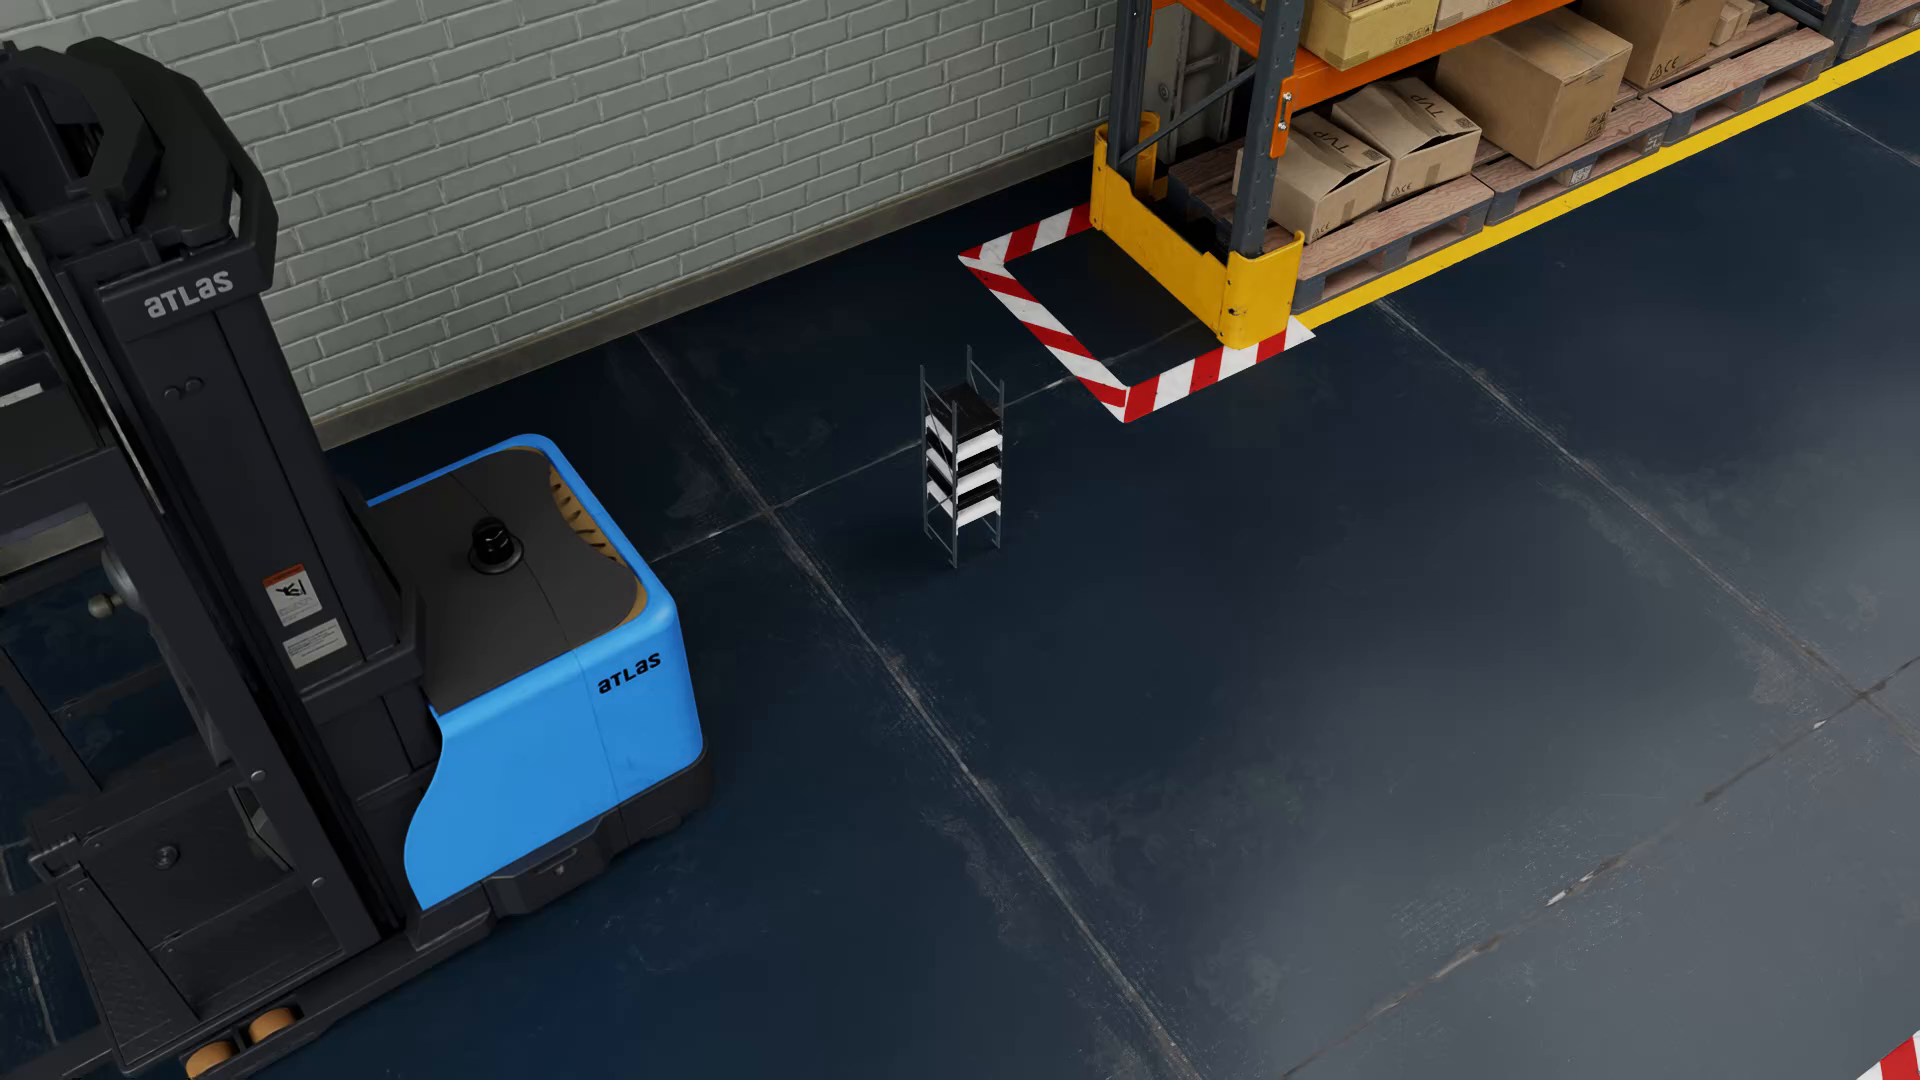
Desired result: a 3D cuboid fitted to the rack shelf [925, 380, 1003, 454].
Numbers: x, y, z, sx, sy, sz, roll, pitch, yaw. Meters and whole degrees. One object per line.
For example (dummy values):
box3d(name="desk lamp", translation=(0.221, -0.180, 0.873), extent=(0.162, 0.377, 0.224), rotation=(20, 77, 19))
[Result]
box3d(name="rack shelf", translation=(0.007, -0.460, 6.185), extent=(0.200, 0.077, 0.258), rotation=(-25, 53, -21))

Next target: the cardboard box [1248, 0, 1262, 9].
box3d(name="cardboard box", translation=(1.287, -2.505, 7.005), extent=(0.500, 0.250, 0.500), rotation=(-25, 53, -20))

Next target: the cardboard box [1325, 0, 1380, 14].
box3d(name="cardboard box", translation=(1.560, -2.447, 6.450), extent=(0.500, 0.500, 0.500), rotation=(-25, 53, -21))

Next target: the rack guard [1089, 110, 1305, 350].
box3d(name="rack guard", translation=(1.060, -1.439, 7.642), extent=(0.348, 0.500, 1.175), rotation=(-25, 53, -21))

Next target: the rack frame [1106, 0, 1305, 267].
box3d(name="rack frame", translation=(0.996, -2.240, 6.682), extent=(0.127, 3.000, 1.000), rotation=(-25, 53, -21))

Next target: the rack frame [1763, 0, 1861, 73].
box3d(name="rack frame", translation=(4.379, -3.834, 8.101), extent=(0.127, 3.000, 1.000), rotation=(-25, 53, -21))

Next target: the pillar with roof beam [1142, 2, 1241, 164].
box3d(name="pillar with roof beam", translation=(3.423, -2.341, 2.755), extent=(0.400, 9.000, 9.100), rotation=(-25, 53, -21))

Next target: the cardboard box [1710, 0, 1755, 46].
box3d(name="cardboard box", translation=(3.942, -2.806, 8.788), extent=(0.250, 0.166, 0.380), rotation=(-32, 56, -25))

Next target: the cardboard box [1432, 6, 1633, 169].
box3d(name="cardboard box", translation=(2.758, -2.262, 8.080), extent=(0.500, 0.500, 0.700), rotation=(-28, 54, -23))

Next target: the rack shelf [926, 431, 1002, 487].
box3d(name="rack shelf", translation=(0.007, -0.340, 6.320), extent=(0.200, 0.077, 0.258), rotation=(-25, 53, -21))

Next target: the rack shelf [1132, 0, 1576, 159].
box3d(name="rack shelf", translation=(2.687, -2.798, 7.660), extent=(4.000, 0.370, 1.077), rotation=(-25, 53, -21))

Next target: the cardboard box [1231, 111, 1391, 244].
box3d(name="cardboard box", translation=(1.629, -1.711, 7.716), extent=(0.500, 0.311, 0.500), rotation=(-31, 55, -25))

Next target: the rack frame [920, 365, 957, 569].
box3d(name="rack frame", translation=(-0.079, -0.262, 6.326), extent=(0.006, 0.900, 0.240), rotation=(-25, 53, -21))

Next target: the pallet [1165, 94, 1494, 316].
box3d(name="pallet", translation=(1.766, -1.644, 8.018), extent=(1.213, 0.211, 1.003), rotation=(-25, 53, -21))

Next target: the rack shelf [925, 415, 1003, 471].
box3d(name="rack shelf", translation=(0.007, -0.400, 6.253), extent=(0.200, 0.077, 0.258), rotation=(-25, 53, -21))

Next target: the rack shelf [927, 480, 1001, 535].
box3d(name="rack shelf", translation=(0.007, -0.161, 6.521), extent=(0.200, 0.077, 0.258), rotation=(-25, 53, -21))

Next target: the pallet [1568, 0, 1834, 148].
box3d(name="pallet", translation=(3.829, -2.617, 8.884), extent=(1.213, 0.211, 1.003), rotation=(-25, 53, -21))

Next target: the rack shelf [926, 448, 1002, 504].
box3d(name="rack shelf", translation=(0.007, -0.280, 6.387), extent=(0.200, 0.077, 0.258), rotation=(-25, 53, -21))

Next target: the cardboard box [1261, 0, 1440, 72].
box3d(name="cardboard box", translation=(1.578, -2.191, 6.725), extent=(0.500, 0.250, 0.500), rotation=(-27, 54, -22))

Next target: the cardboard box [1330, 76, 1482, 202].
box3d(name="cardboard box", translation=(2.111, -1.938, 7.919), extent=(0.500, 0.311, 0.500), rotation=(-21, 52, -18))

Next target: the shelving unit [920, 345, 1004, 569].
box3d(name="shelving unit", translation=(0.007, -0.303, 6.362), extent=(0.210, 0.900, 0.258), rotation=(-25, 53, -21))

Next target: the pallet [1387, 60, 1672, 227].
box3d(name="pallet", translation=(2.796, -2.127, 8.448), extent=(1.213, 0.211, 1.003), rotation=(-25, 53, -21))

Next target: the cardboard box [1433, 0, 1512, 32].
box3d(name="cardboard box", translation=(2.009, -2.407, 6.917), extent=(0.500, 0.250, 0.500), rotation=(-27, 54, -22))

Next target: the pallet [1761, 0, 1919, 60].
box3d(name="pallet", translation=(5.036, -3.218, 9.419), extent=(1.213, 0.211, 1.003), rotation=(-25, 53, -21))

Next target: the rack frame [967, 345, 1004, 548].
box3d(name="rack frame", translation=(0.093, -0.343, 6.398), extent=(0.006, 0.900, 0.240), rotation=(-25, 53, -21))

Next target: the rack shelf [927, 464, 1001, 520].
box3d(name="rack shelf", translation=(0.007, -0.220, 6.454), extent=(0.200, 0.077, 0.258), rotation=(-25, 53, -21))

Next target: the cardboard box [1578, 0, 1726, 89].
box3d(name="cardboard box", translation=(3.522, -2.710, 8.479), extent=(0.500, 0.500, 0.500), rotation=(-29, 54, -23))

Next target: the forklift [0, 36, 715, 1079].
box3d(name="forklift", translation=(-2.357, 0.284, 4.480), extent=(3.031, 2.935, 1.130), rotation=(-28, 54, -23))
